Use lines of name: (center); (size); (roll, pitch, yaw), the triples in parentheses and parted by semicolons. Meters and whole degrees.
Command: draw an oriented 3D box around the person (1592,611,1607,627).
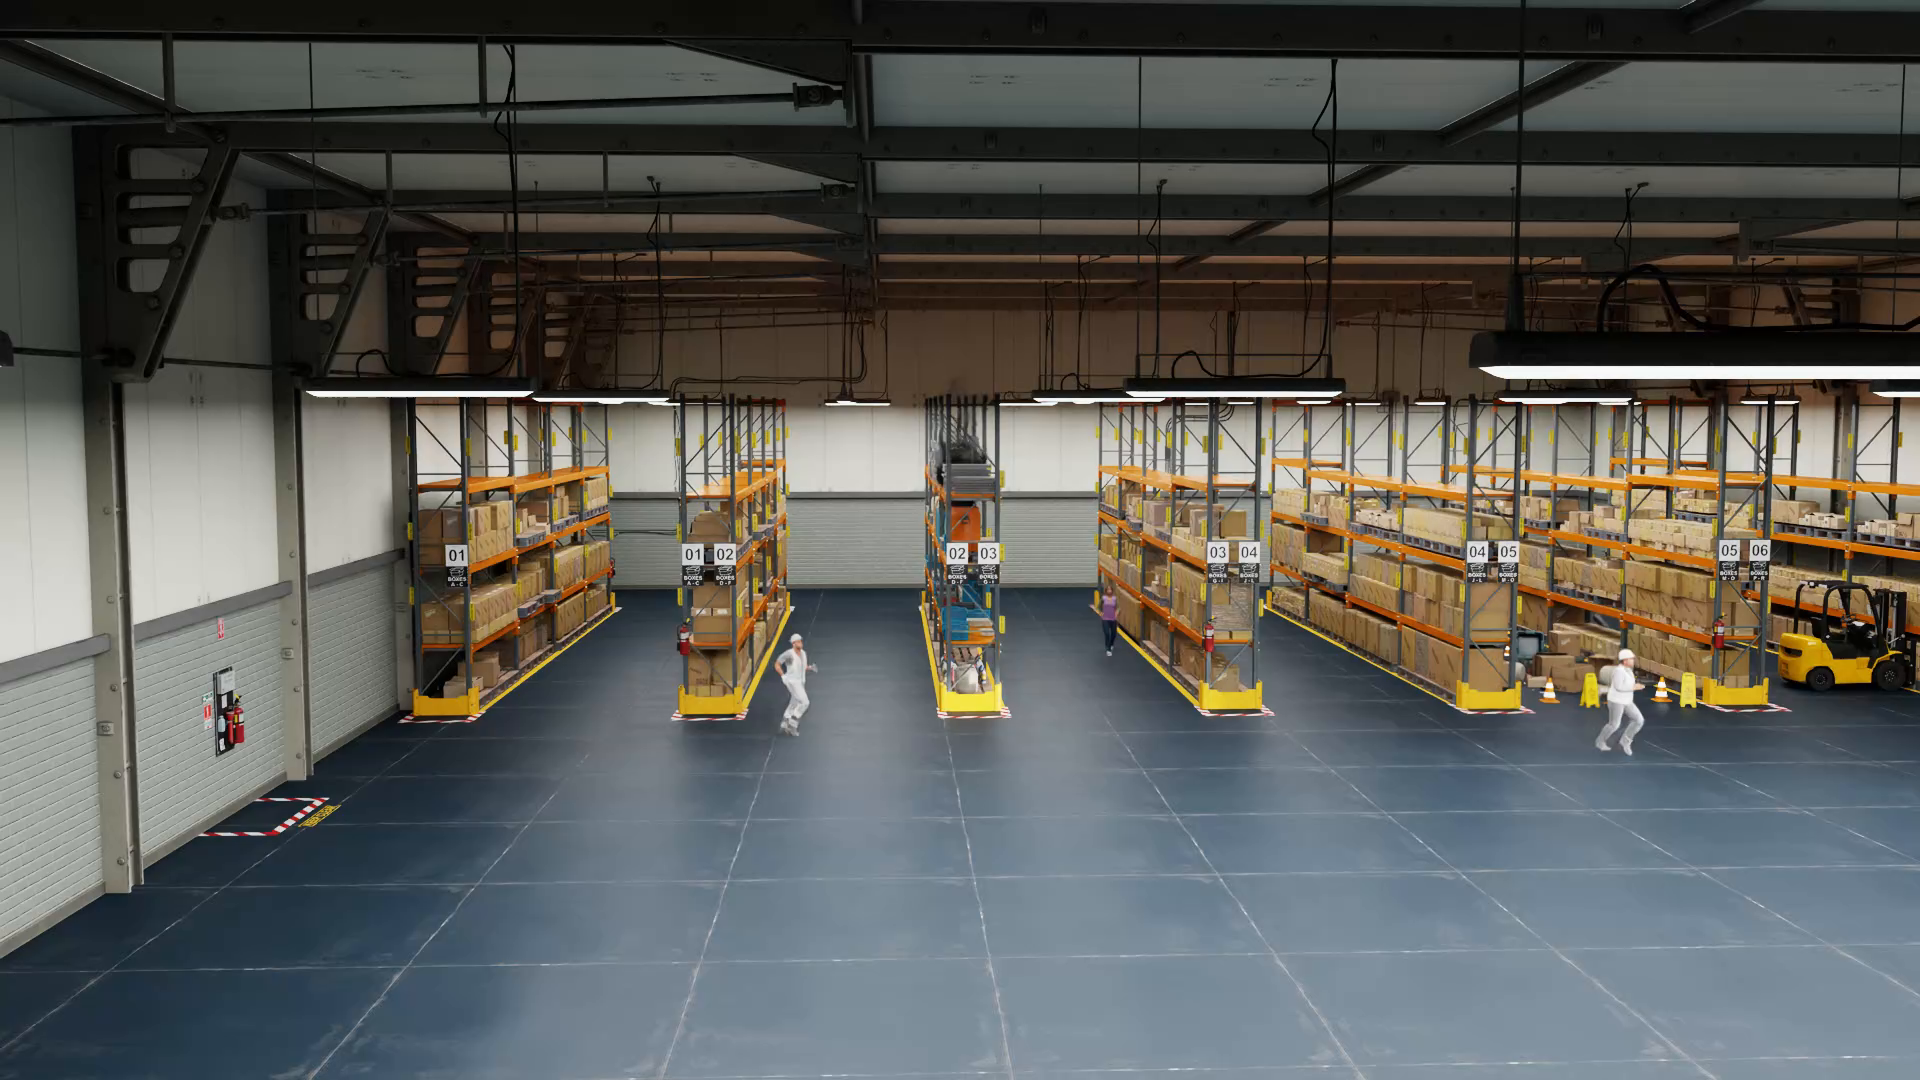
person: (16.225, 1.554, 42.122); (0.587, 1.666, 0.878); (-1, 5, -8)

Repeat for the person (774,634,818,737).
person: (-2.838, 2.543, 29.141); (0.706, 1.803, 0.603); (2, 5, 26)

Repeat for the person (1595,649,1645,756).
person: (10.903, 2.675, 27.428); (0.814, 1.774, 0.681); (4, 6, 44)

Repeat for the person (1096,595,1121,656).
person: (3.278, 1.873, 36.682); (0.539, 1.323, 0.566); (0, 5, -1)
